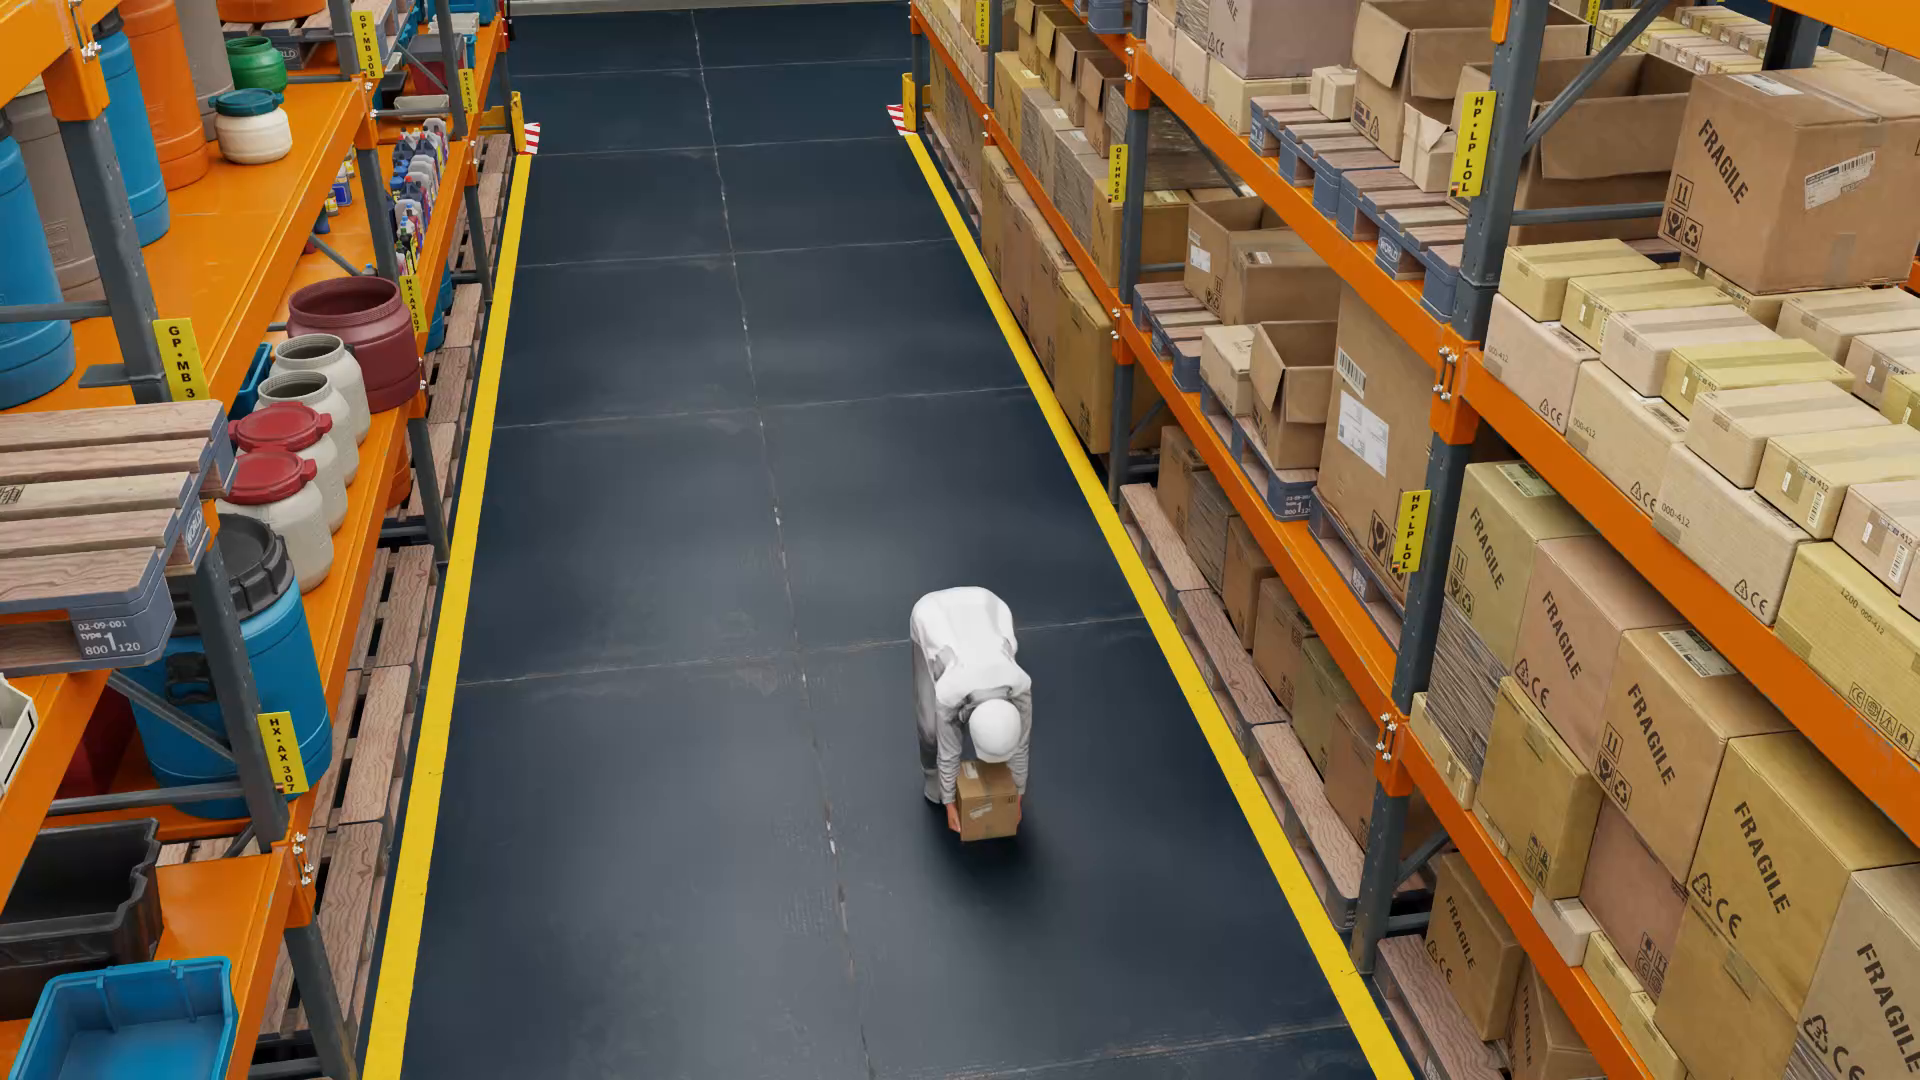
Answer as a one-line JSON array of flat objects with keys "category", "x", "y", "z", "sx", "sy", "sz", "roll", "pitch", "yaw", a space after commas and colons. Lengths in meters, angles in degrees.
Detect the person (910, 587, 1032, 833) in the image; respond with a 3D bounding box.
[{"category": "person", "x": 0.070, "y": 0.810, "z": 7.456, "sx": 0.497, "sy": 1.041, "sz": 1.005, "roll": -7, "pitch": 31, "yaw": -11}]
